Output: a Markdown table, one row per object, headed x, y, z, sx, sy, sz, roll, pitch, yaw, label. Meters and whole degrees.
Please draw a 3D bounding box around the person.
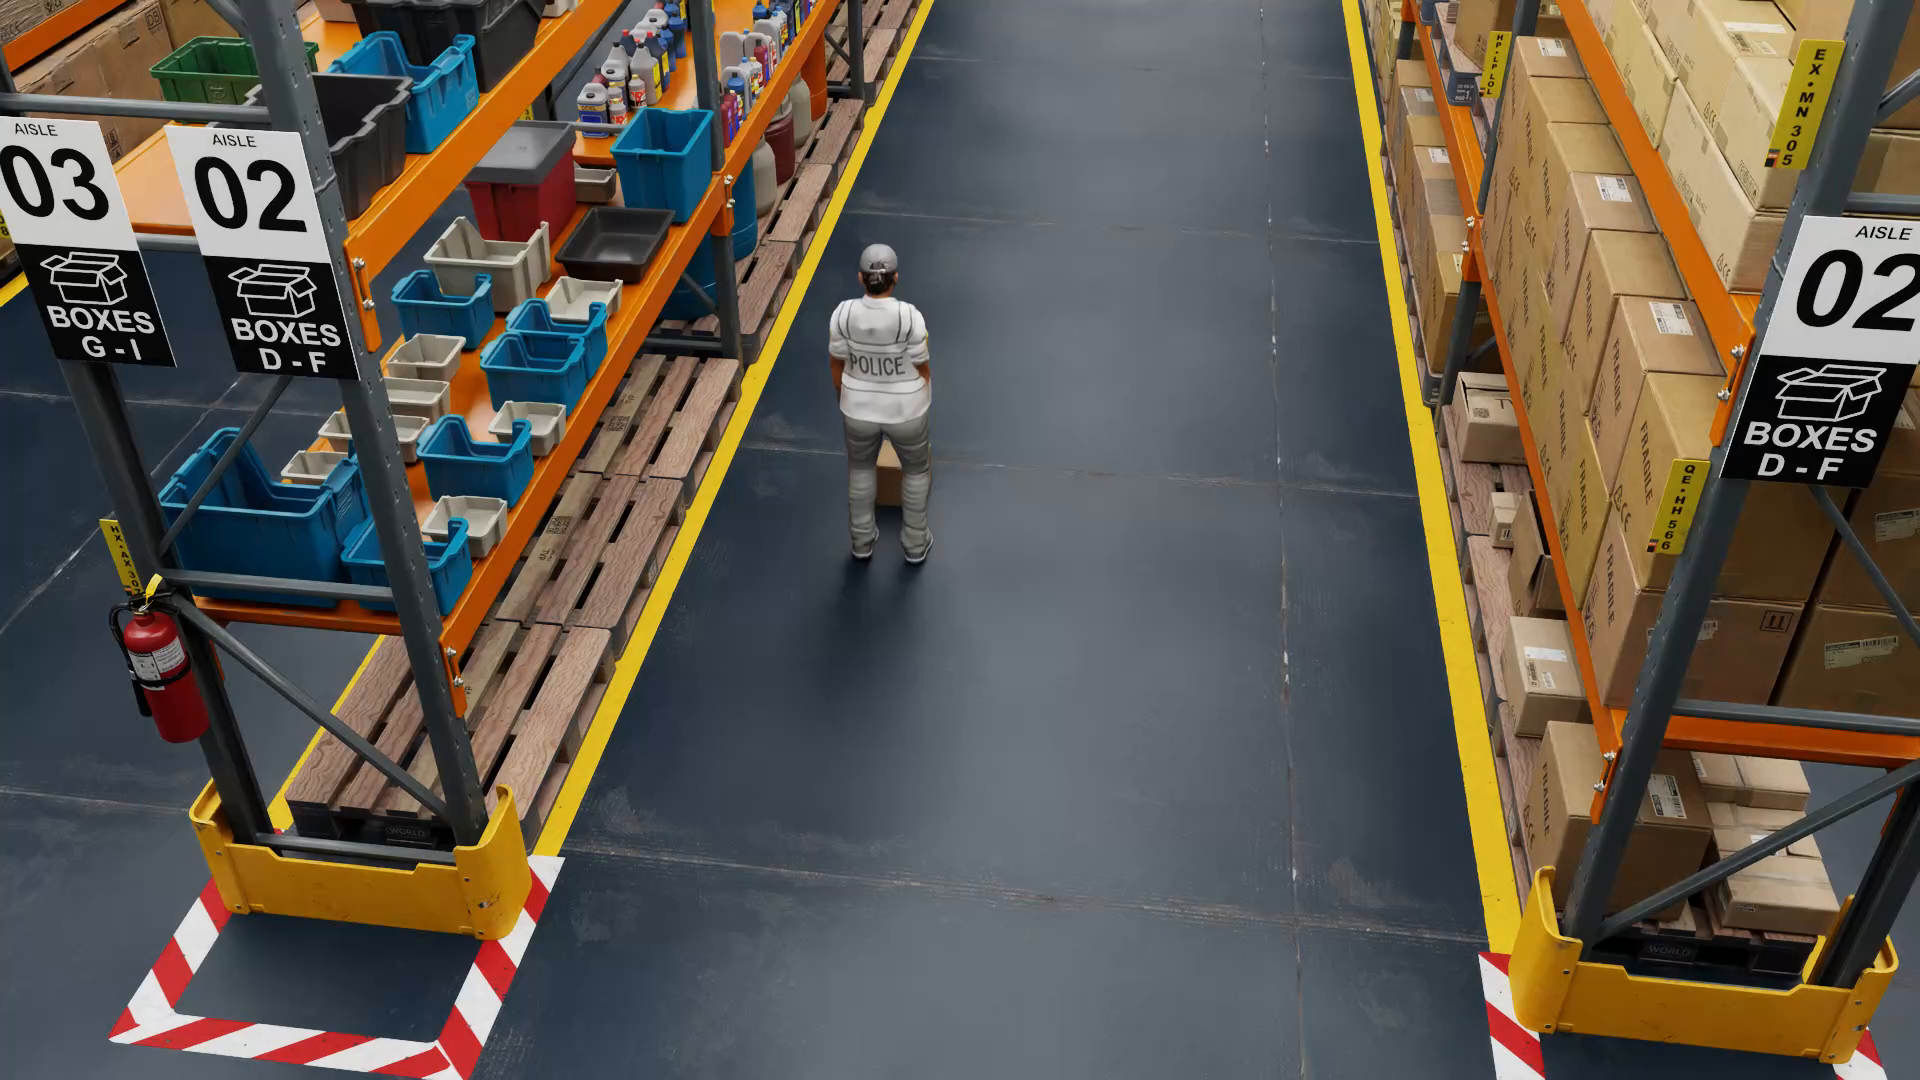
| x | y | z | sx | sy | sz | roll | pitch | yaw | label |
| --- | --- | --- | --- | --- | --- | --- | --- | --- | --- |
| -0.371 | -0.624 | 7.908 | 0.478 | 1.650 | 0.409 | 5 | 37 | 7 | person |
